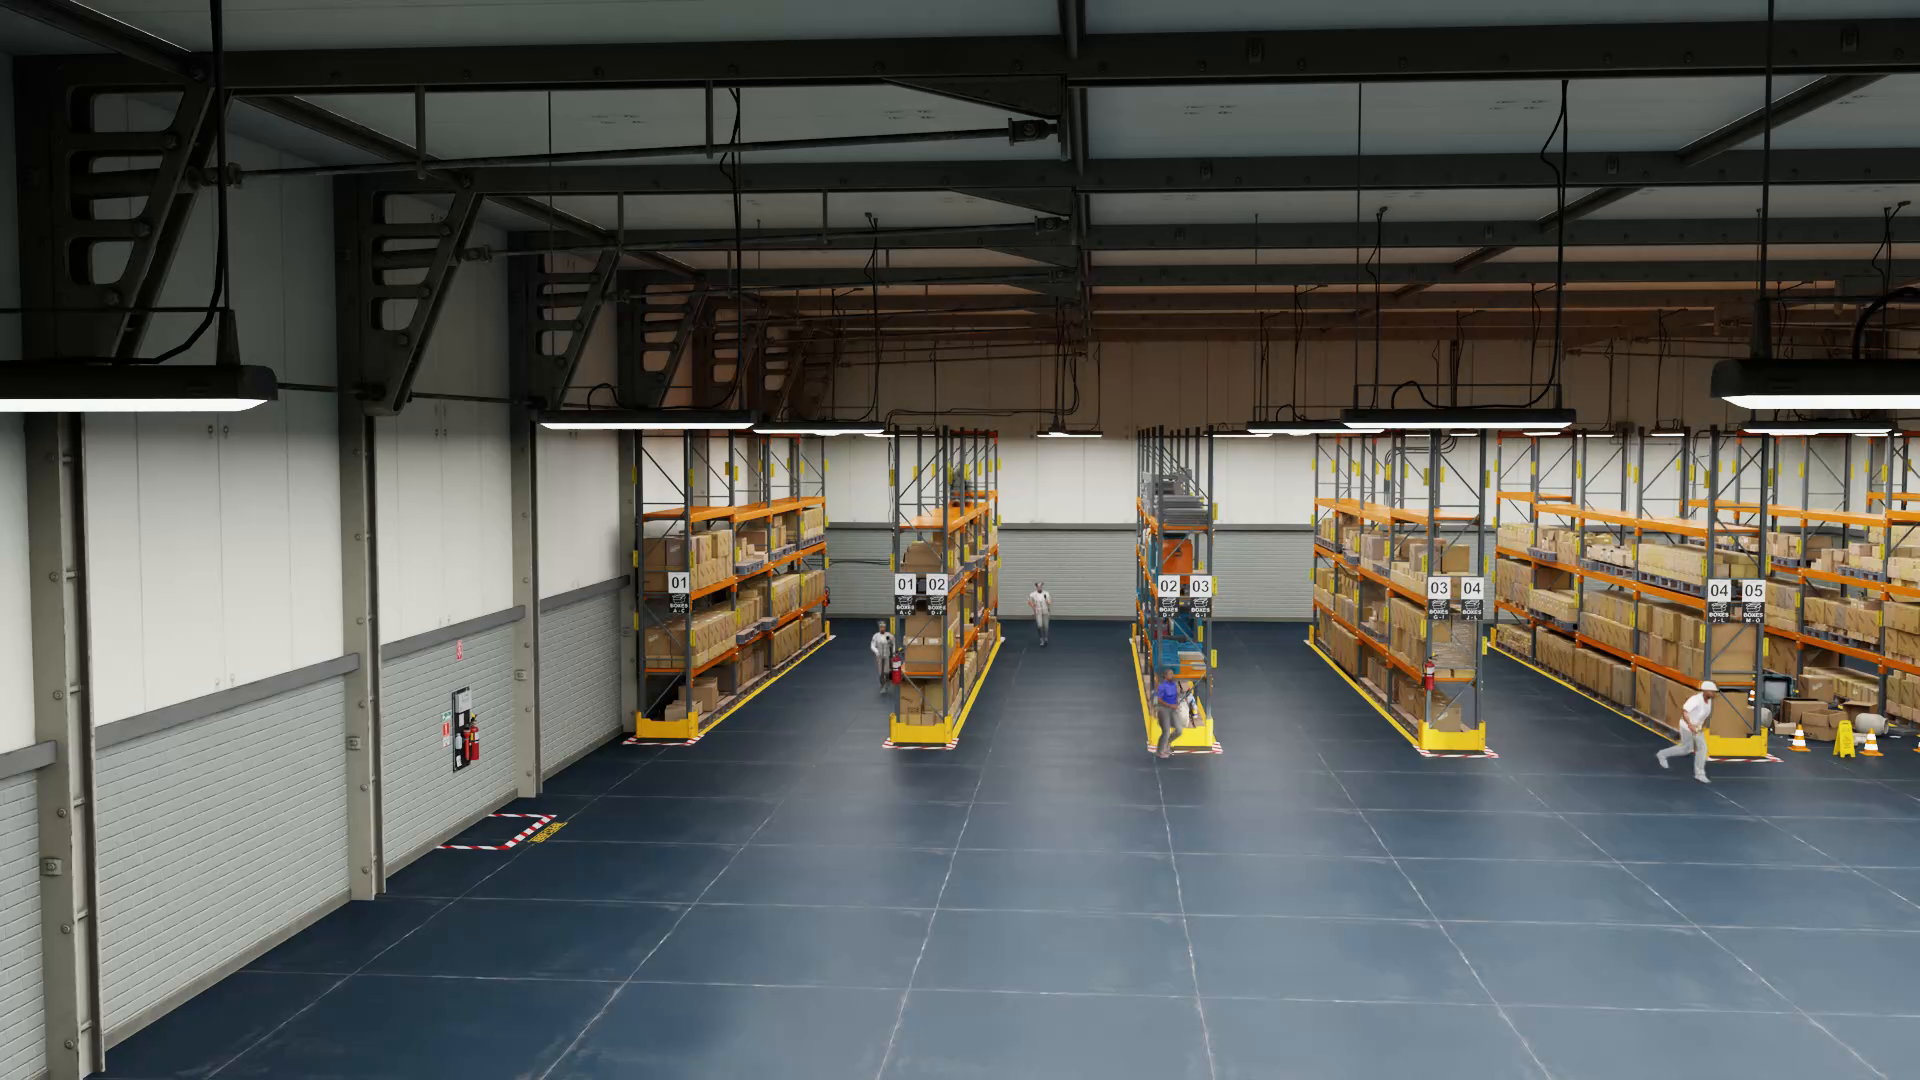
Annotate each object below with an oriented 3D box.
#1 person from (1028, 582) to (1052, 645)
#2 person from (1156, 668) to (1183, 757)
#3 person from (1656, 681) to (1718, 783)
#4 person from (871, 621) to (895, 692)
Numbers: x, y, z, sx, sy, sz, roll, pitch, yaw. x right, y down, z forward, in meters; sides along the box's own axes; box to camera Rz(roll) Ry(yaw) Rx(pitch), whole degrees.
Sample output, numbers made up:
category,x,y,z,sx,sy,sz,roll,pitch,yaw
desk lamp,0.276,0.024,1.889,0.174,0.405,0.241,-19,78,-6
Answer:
category,x,y,z,sx,sy,sz,roll,pitch,yaw
person,2.259,2.072,46.528,0.657,1.836,0.714,-1,3,-9
person,3.794,3.107,29.887,0.613,1.615,0.585,-3,4,-40
person,12.309,3.206,28.127,1.013,1.712,0.717,3,5,45
person,-1.723,2.639,37.558,0.592,1.646,0.633,0,3,3
